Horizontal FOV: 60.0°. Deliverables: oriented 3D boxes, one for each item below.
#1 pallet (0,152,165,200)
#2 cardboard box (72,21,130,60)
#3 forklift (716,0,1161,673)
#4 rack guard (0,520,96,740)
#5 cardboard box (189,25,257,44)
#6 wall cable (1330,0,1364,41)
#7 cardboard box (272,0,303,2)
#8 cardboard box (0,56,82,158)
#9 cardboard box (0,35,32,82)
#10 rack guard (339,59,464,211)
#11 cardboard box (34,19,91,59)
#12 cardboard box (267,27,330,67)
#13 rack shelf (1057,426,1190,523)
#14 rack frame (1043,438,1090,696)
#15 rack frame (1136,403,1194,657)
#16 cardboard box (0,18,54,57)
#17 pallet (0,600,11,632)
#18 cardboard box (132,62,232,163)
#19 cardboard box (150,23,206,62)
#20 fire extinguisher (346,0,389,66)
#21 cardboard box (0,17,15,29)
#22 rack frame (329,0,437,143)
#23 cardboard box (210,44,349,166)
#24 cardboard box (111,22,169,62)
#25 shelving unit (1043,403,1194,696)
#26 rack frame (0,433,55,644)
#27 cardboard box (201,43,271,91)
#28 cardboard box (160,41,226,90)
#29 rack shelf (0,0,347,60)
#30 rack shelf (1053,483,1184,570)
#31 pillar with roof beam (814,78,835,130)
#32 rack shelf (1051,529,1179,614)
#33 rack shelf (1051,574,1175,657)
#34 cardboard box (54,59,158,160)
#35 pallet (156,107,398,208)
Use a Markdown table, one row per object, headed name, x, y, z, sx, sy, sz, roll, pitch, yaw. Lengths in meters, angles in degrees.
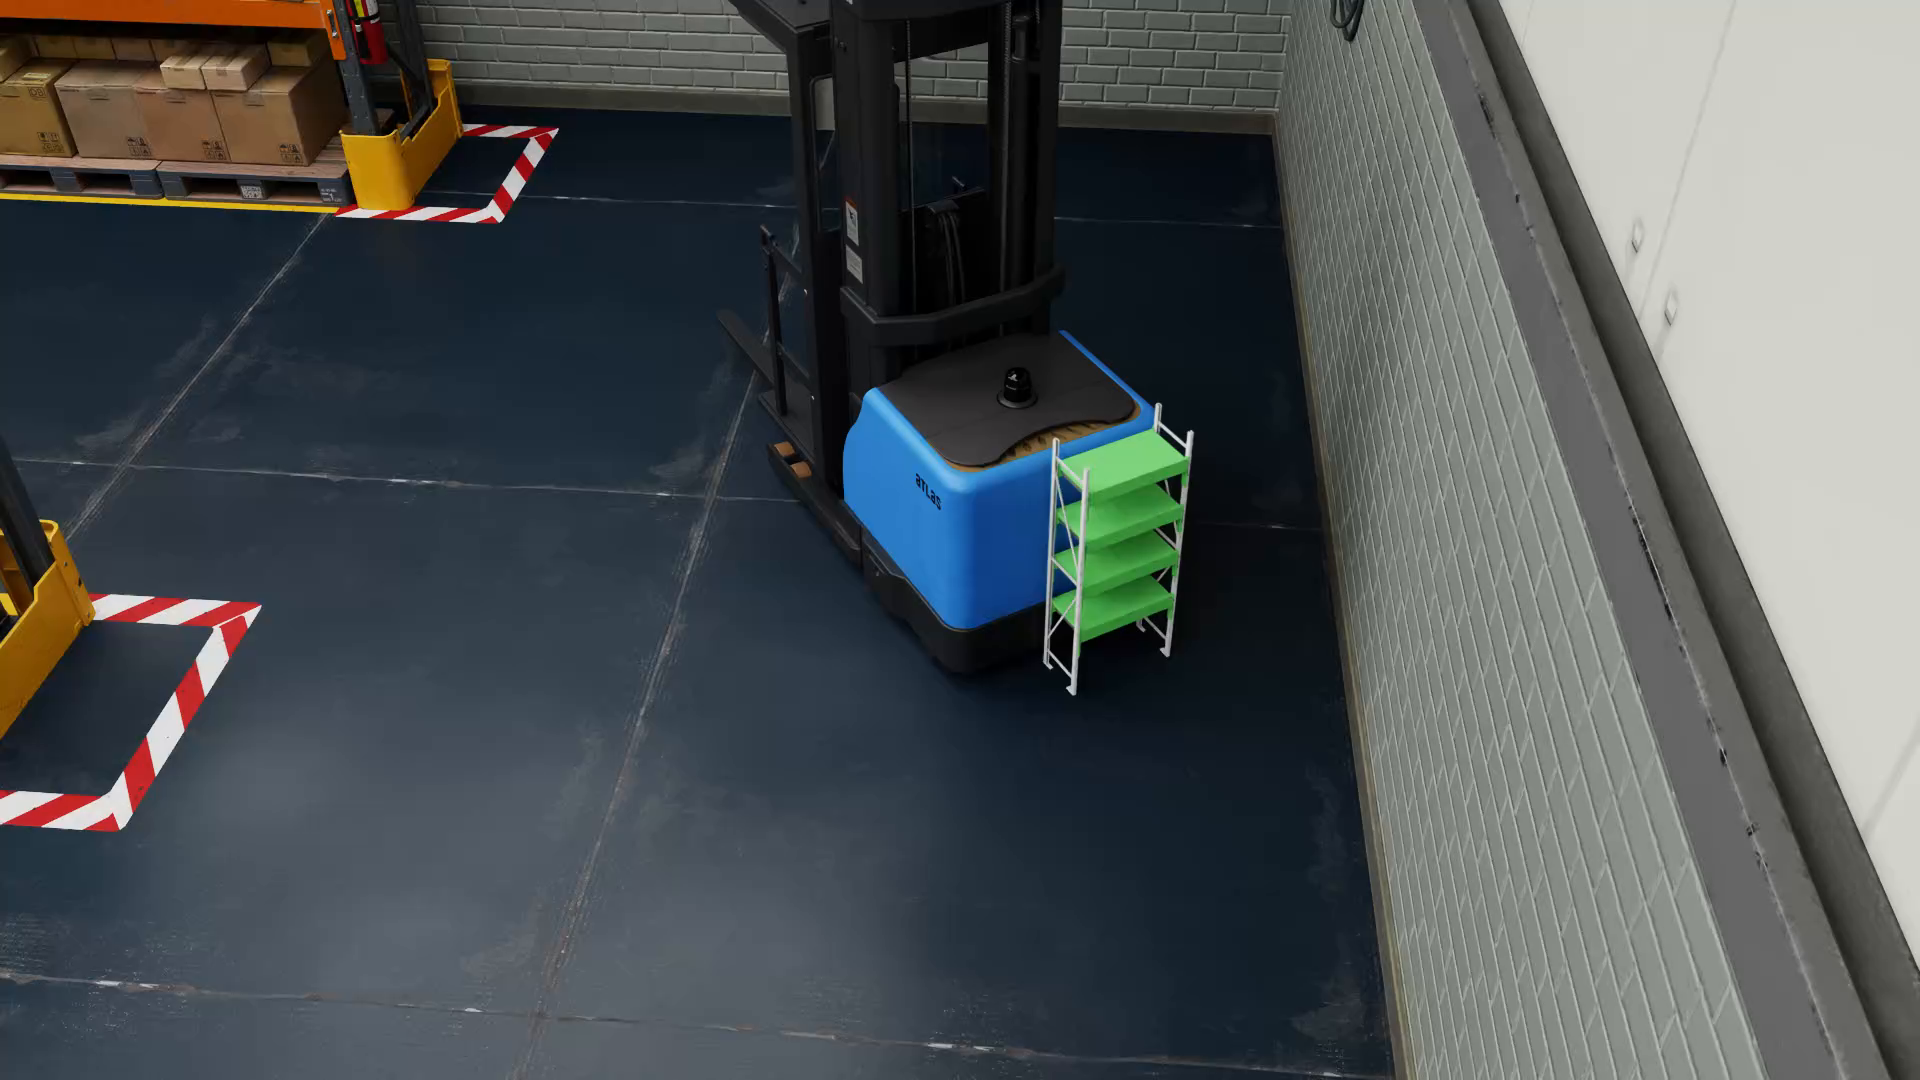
| name | x | y | z | sx | sy | sz | roll | pitch | yaw |
| --- | --- | --- | --- | --- | --- | --- | --- | --- | --- |
| pallet | -5.633 | -2.591 | 10.936 | 1.213 | 0.211 | 1.003 | 3 | 39 | 4 |
| cardboard box | -5.445 | -3.217 | 10.630 | 0.250 | 0.149 | 0.380 | 4 | 39 | 4 |
| forklift | -0.307 | -1.483 | 7.421 | 1.130 | 2.935 | 3.031 | -19 | 43 | -22 |
| rack guard | -4.117 | 0.471 | 6.945 | 0.348 | 0.500 | 1.175 | 3 | 39 | 4 |
| cardboard box | -4.687 | -3.176 | 10.580 | 0.250 | 0.149 | 0.380 | 3 | 39 | 4 |
| wall cable | 1.986 | -4.199 | 8.411 | 0.112 | 2.526 | 3.097 | 3 | 39 | 4 |
| cardboard box | -4.127 | -3.747 | 9.911 | 0.700 | 0.700 | 0.980 | 5 | 39 | 6 |
| cardboard box | -5.855 | -2.857 | 10.702 | 0.500 | 0.500 | 0.700 | 4 | 39 | 5 |
| cardboard box | -6.021 | -3.006 | 10.370 | 0.250 | 0.149 | 0.380 | 2 | 39 | 3 |
| rack guard | -3.594 | -2.639 | 10.766 | 0.348 | 0.500 | 1.175 | 3 | 39 | 4 |
| cardboard box | -5.698 | -3.231 | 10.647 | 0.250 | 0.149 | 0.380 | 2 | 39 | 3 |
| cardboard box | -4.182 | -3.149 | 10.546 | 0.250 | 0.149 | 0.380 | 3 | 39 | 4 |
| rack shelf | 0.642 | -0.266 | 6.638 | 0.480 | 0.148 | 0.258 | -20 | 43 | -23 |
| rack frame | 0.431 | 0.133 | 6.807 | 0.015 | 1.200 | 0.240 | -20 | 43 | -23 |
| rack frame | 0.854 | -0.020 | 6.994 | 0.015 | 1.200 | 0.240 | -20 | 43 | -23 |
| cardboard box | -5.955 | -3.244 | 10.664 | 0.250 | 0.149 | 0.380 | 4 | 39 | 4 |
| pallet | -4.912 | 0.541 | 7.089 | 1.213 | 0.211 | 1.003 | 3 | 39 | 4 |
| cardboard box | -4.822 | -2.805 | 10.639 | 0.500 | 0.500 | 0.700 | 3 | 39 | 4 |
| cardboard box | -4.936 | -3.190 | 10.597 | 0.250 | 0.149 | 0.380 | 3 | 39 | 4 |
| fire extinguisher | -3.508 | -3.137 | 9.754 | 0.183 | 0.674 | 0.296 | 3 | 39 | 4 |
| cardboard box | -6.206 | -3.259 | 10.681 | 0.250 | 0.149 | 0.380 | 2 | 39 | 2 |
| rack frame | -3.618 | -3.610 | 9.979 | 0.127 | 3.000 | 1.000 | 3 | 39 | 4 |
| cardboard box | -4.324 | -2.778 | 10.605 | 0.500 | 0.500 | 0.700 | 3 | 39 | 4 |
| cardboard box | -5.190 | -3.203 | 10.613 | 0.250 | 0.149 | 0.380 | 4 | 39 | 4 |
| shelving unit | 0.642 | 0.056 | 6.901 | 0.503 | 1.200 | 0.258 | -20 | 43 | -23 |
| rack frame | -4.042 | -0.494 | 6.151 | 0.127 | 3.000 | 1.000 | 3 | 39 | 4 |
| cardboard box | -4.468 | -2.922 | 10.268 | 0.250 | 0.149 | 0.380 | 3 | 39 | 3 |
| cardboard box | -4.722 | -2.936 | 10.285 | 0.250 | 0.149 | 0.380 | 4 | 39 | 5 |
| rack shelf | -5.611 | -3.440 | 10.340 | 4.000 | 0.370 | 1.077 | 3 | 39 | 4 |
| rack shelf | 0.642 | -0.080 | 6.789 | 0.480 | 0.148 | 0.258 | -20 | 43 | -23 |
| pillar with roof beam | -1.225 | -3.626 | 5.247 | 0.400 | 9.000 | 9.100 | 3 | 39 | 4 |
| rack shelf | 0.642 | 0.106 | 6.941 | 0.480 | 0.148 | 0.258 | -20 | 43 | -23 |
| rack shelf | 0.642 | 0.292 | 7.092 | 0.480 | 0.148 | 0.258 | -20 | 43 | -23 |
| cardboard box | -5.324 | -2.832 | 10.672 | 0.500 | 0.500 | 0.700 | 2 | 39 | 2 |
| pallet | -4.421 | -2.522 | 10.852 | 1.213 | 0.211 | 1.003 | 3 | 39 | 4 |
